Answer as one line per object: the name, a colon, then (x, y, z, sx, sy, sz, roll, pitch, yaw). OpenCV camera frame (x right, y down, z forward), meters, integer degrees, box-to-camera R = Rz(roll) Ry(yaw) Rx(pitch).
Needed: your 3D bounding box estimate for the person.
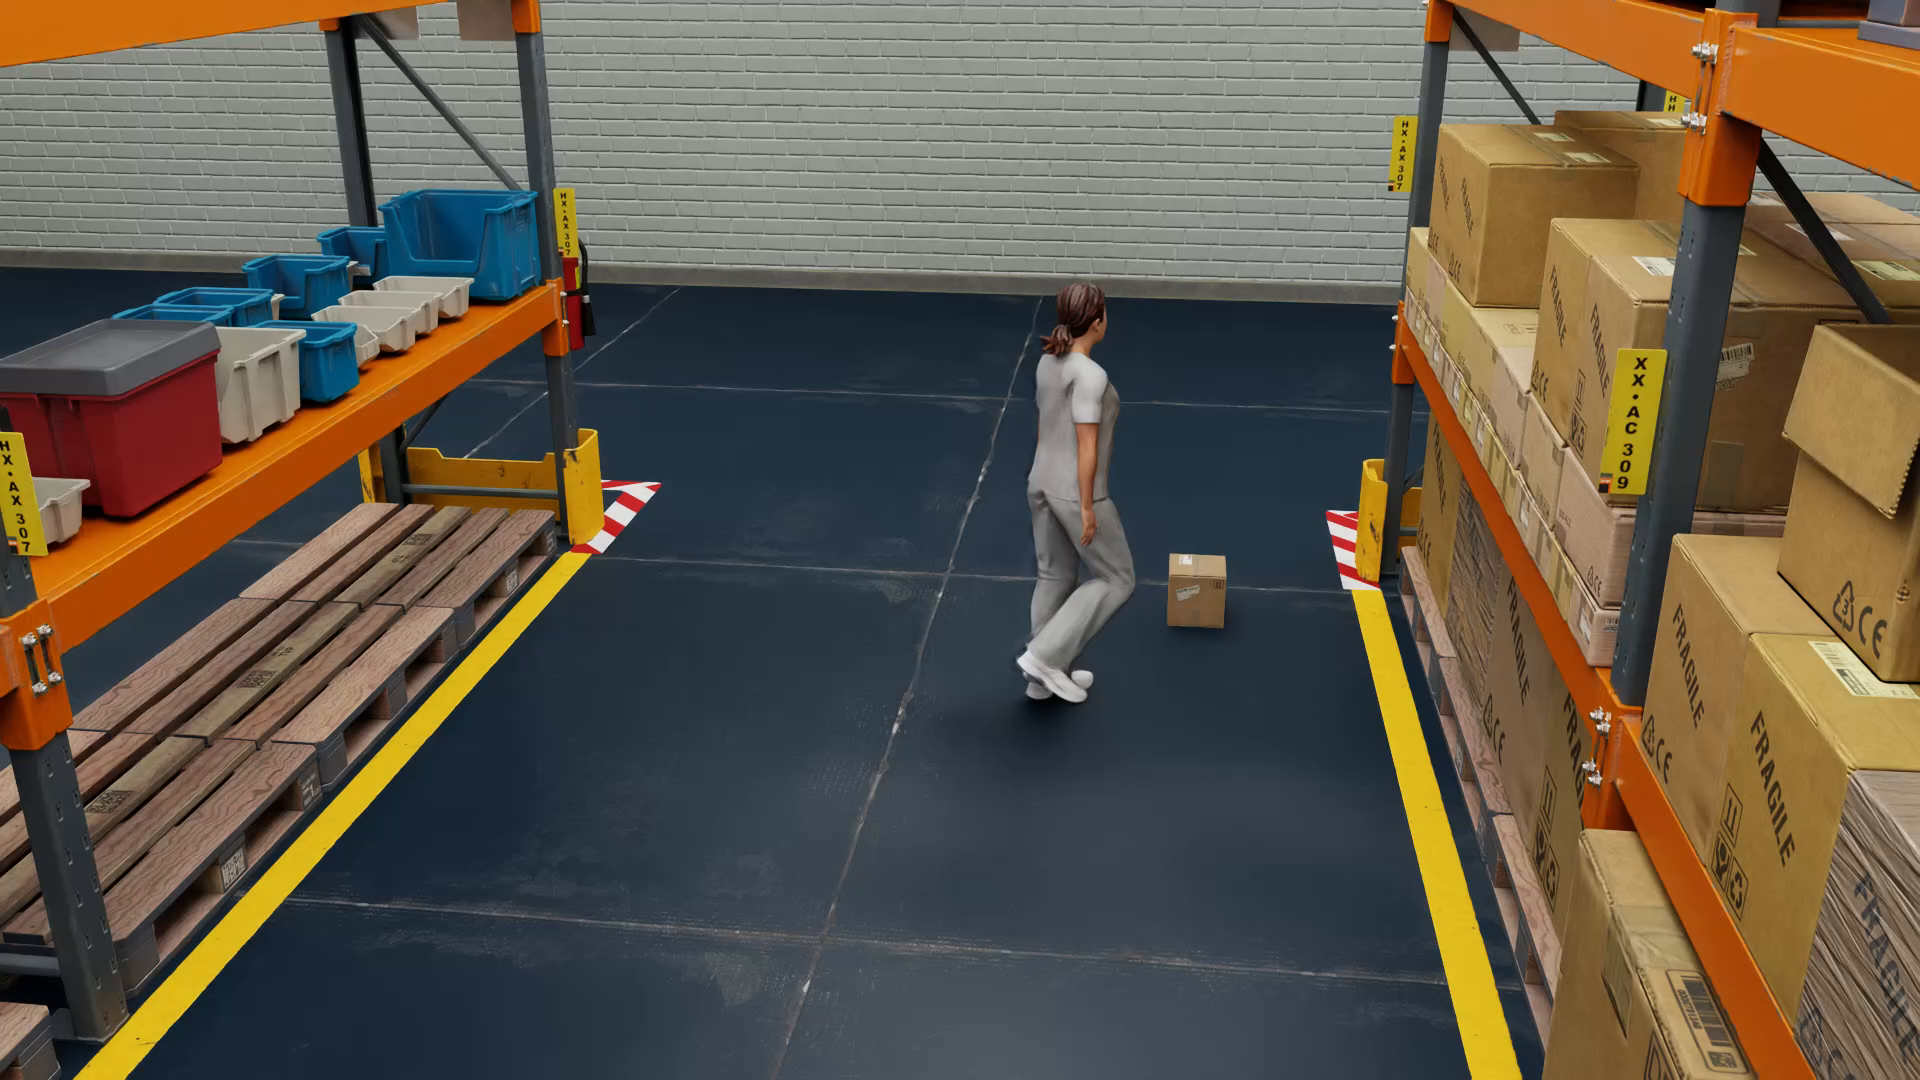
person: (0.398, -0.157, 6.453, 0.480, 1.664, 0.510, -11, 24, -25)
